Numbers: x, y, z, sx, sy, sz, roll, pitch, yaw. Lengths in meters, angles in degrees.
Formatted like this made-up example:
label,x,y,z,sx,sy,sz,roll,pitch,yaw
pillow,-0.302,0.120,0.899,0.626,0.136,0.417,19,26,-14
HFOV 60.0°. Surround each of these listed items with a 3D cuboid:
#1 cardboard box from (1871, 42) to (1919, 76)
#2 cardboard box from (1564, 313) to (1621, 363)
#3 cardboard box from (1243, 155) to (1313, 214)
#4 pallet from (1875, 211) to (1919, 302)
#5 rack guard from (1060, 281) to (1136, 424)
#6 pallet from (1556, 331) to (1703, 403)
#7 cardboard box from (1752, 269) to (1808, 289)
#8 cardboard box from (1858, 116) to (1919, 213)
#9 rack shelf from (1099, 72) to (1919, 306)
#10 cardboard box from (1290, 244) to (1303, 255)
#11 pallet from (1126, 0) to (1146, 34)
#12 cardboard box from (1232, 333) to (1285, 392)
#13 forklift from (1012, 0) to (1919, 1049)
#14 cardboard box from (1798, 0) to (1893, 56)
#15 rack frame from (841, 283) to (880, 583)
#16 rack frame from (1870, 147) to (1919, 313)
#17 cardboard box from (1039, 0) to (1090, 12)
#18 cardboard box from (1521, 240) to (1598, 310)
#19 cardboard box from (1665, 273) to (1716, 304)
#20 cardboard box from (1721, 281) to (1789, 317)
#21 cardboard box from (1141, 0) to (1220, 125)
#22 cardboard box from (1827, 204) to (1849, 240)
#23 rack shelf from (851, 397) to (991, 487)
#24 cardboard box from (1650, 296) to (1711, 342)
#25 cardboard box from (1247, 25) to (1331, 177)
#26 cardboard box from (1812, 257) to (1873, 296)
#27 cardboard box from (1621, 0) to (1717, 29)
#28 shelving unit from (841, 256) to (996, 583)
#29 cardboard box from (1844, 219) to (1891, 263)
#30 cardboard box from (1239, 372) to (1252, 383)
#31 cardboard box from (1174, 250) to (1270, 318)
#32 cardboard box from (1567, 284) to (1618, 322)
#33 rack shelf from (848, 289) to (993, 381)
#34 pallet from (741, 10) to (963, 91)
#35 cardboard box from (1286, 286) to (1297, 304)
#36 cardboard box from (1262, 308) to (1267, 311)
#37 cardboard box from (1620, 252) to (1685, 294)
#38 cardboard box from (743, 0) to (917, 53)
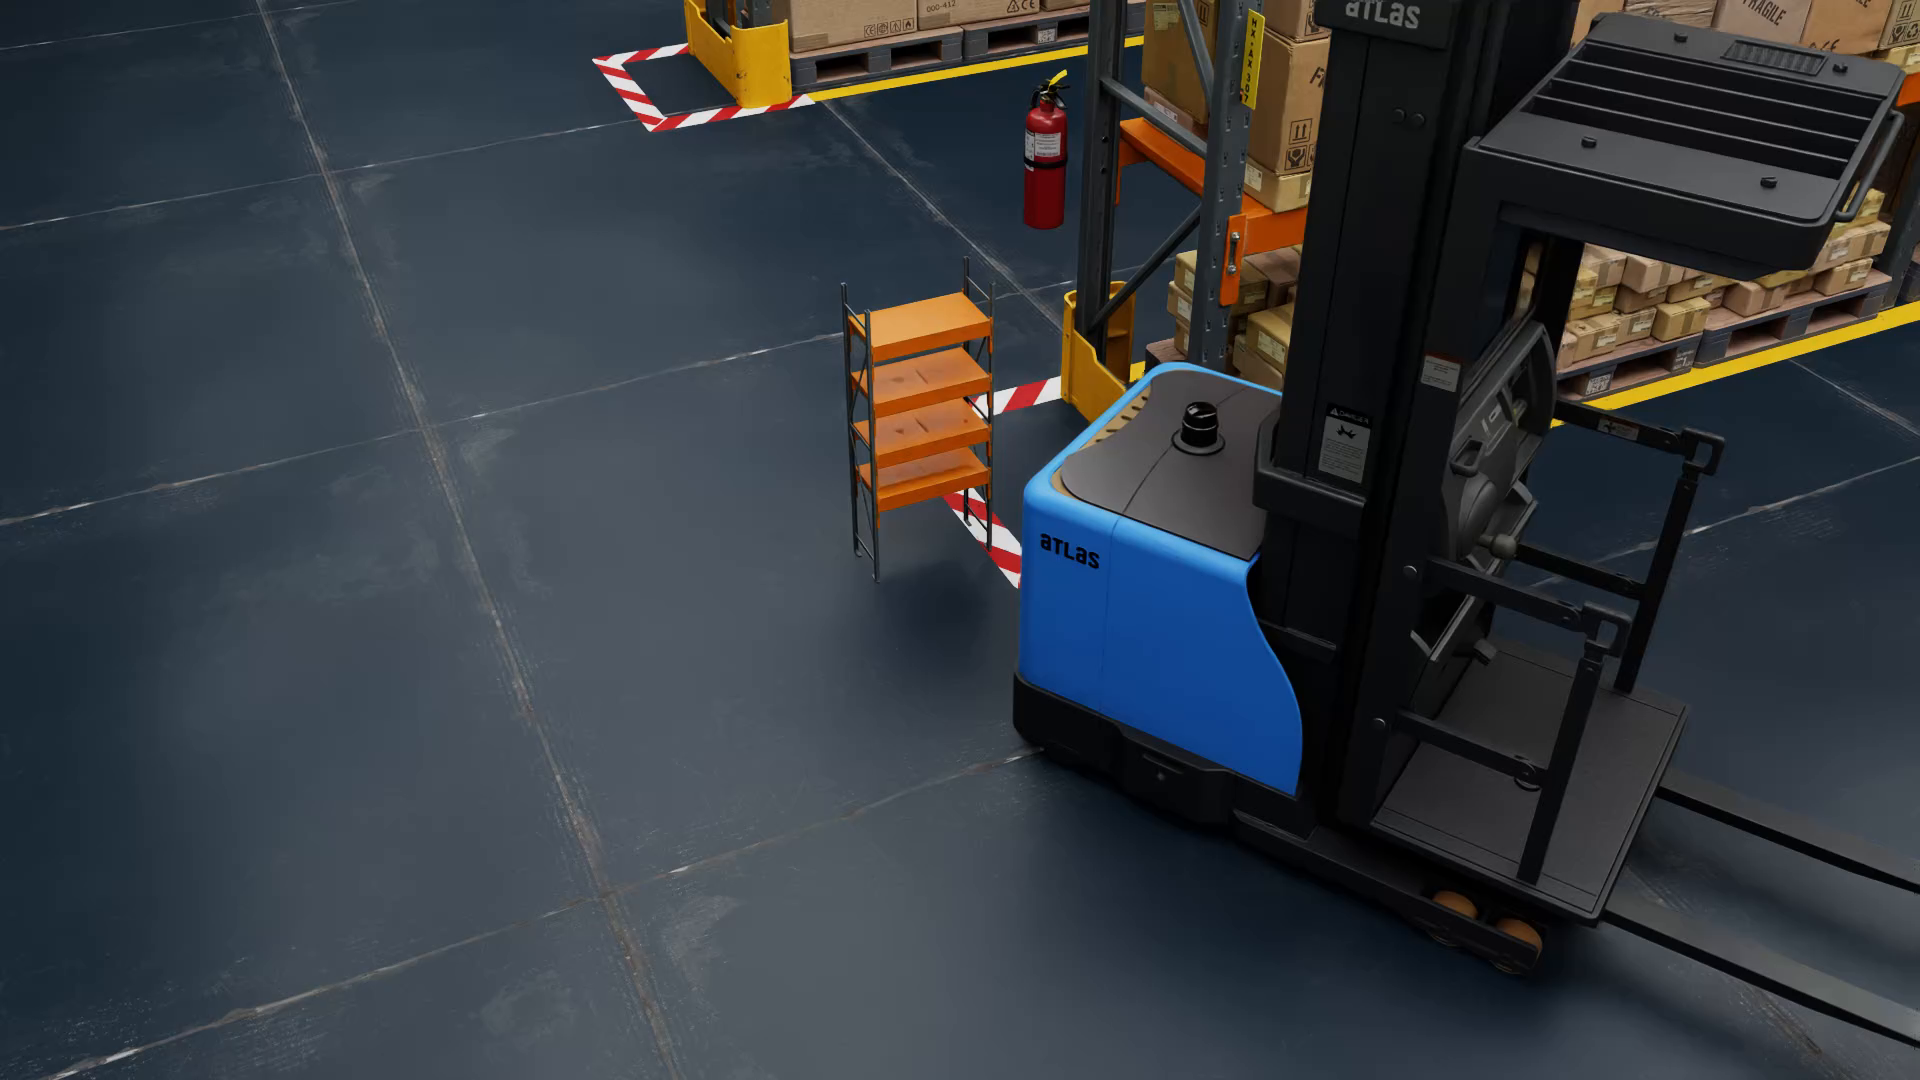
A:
label,x,y,z,sx,sy,sz,roll,pitch,yaw
cardboard box,4.050,-2.192,7.398,0.250,0.149,0.380,-17,40,-21
cardboard box,2.780,-0.985,7.601,0.250,0.149,0.380,-16,39,-20
cardboard box,1.208,-1.407,6.340,0.250,0.149,0.380,-16,39,-20
pallet,5.100,-1.693,8.856,1.213,0.211,1.003,-16,39,-20
rack guard,0.844,-0.618,7.164,0.348,0.500,1.175,-16,39,-20
pallet,2.697,-0.995,7.915,1.213,0.211,1.003,-16,39,-20
cardboard box,3.771,-1.355,7.850,0.250,0.149,0.380,-17,40,-22
cardboard box,4.959,-2.103,8.814,0.500,0.500,0.500,-16,40,-21
rack shelf,2.586,-1.820,7.290,4.000,0.370,1.077,-16,39,-20
cardboard box,1.579,-1.303,7.530,0.250,0.149,0.380,-16,40,-21
pallet,1.480,-3.989,11.951,1.213,0.211,1.003,-16,39,-20
cardboard box,1.359,-0.740,7.021,0.250,0.149,0.380,-14,39,-18
forklift,1.695,-0.239,4.612,3.031,2.935,1.130,21,42,26
cardboard box,3.608,-2.369,7.093,0.500,0.500,0.500,-17,40,-21
rack frame,-0.371,-0.378,6.253,0.015,1.200,0.240,-16,39,-20
rack frame,4.396,-2.615,7.758,0.127,3.000,1.000,-16,39,-20
cardboard box,0.777,-4.071,11.519,0.875,0.438,0.875,-17,40,-21
cardboard box,2.577,-1.159,7.335,0.250,0.149,0.380,-15,39,-19
cardboard box,3.280,-1.269,7.734,0.250,0.149,0.380,-15,39,-19
cardboard box,3.703,-1.234,7.936,0.250,0.149,0.380,-17,40,-21
cardboard box,1.073,-2.015,6.615,0.500,0.500,0.500,-15,39,-19
cardboard box,3.970,-1.562,7.879,0.250,0.149,0.380,-15,39,-19
rack shelf,-0.150,-0.386,6.376,0.480,0.148,0.258,-16,39,-20
cardboard box,3.249,-1.094,7.748,0.250,0.149,0.380,-16,39,-20
cardboard box,1.299,-1.727,6.227,0.500,0.500,0.500,-14,39,-18
cardboard box,4.186,-1.356,8.101,0.250,0.149,0.380,-15,39,-19
cardboard box,2.680,-2.126,6.765,0.500,0.500,0.500,-17,40,-21
shelving unit,-0.150,-0.440,6.336,0.503,1.200,0.258,-16,39,-20
cardboard box,4.246,-1.507,8.055,0.250,0.149,0.380,-15,39,-19
cardboard box,1.385,-0.587,7.063,0.250,0.149,0.380,-15,39,-19
cardboard box,1.147,-1.136,7.305,0.250,0.149,0.380,-15,39,-19
cardboard box,2.769,-1.168,7.597,0.250,0.149,0.380,-14,39,-18
rack shelf,-0.150,-0.756,6.102,0.480,0.148,0.258,-16,39,-20
pallet,-0.729,-3.371,11.118,1.213,0.211,1.003,-16,39,-20
cardboard box,1.592,-0.950,7.054,0.250,0.149,0.380,-15,39,-19
cardboard box,1.391,-1.071,7.466,0.250,0.149,0.380,-17,40,-21
cardboard box,3.035,-1.278,7.496,0.250,0.149,0.380,-17,40,-22
cardboard box,-0.865,-3.607,10.894,0.875,0.438,0.875,-17,40,-21
